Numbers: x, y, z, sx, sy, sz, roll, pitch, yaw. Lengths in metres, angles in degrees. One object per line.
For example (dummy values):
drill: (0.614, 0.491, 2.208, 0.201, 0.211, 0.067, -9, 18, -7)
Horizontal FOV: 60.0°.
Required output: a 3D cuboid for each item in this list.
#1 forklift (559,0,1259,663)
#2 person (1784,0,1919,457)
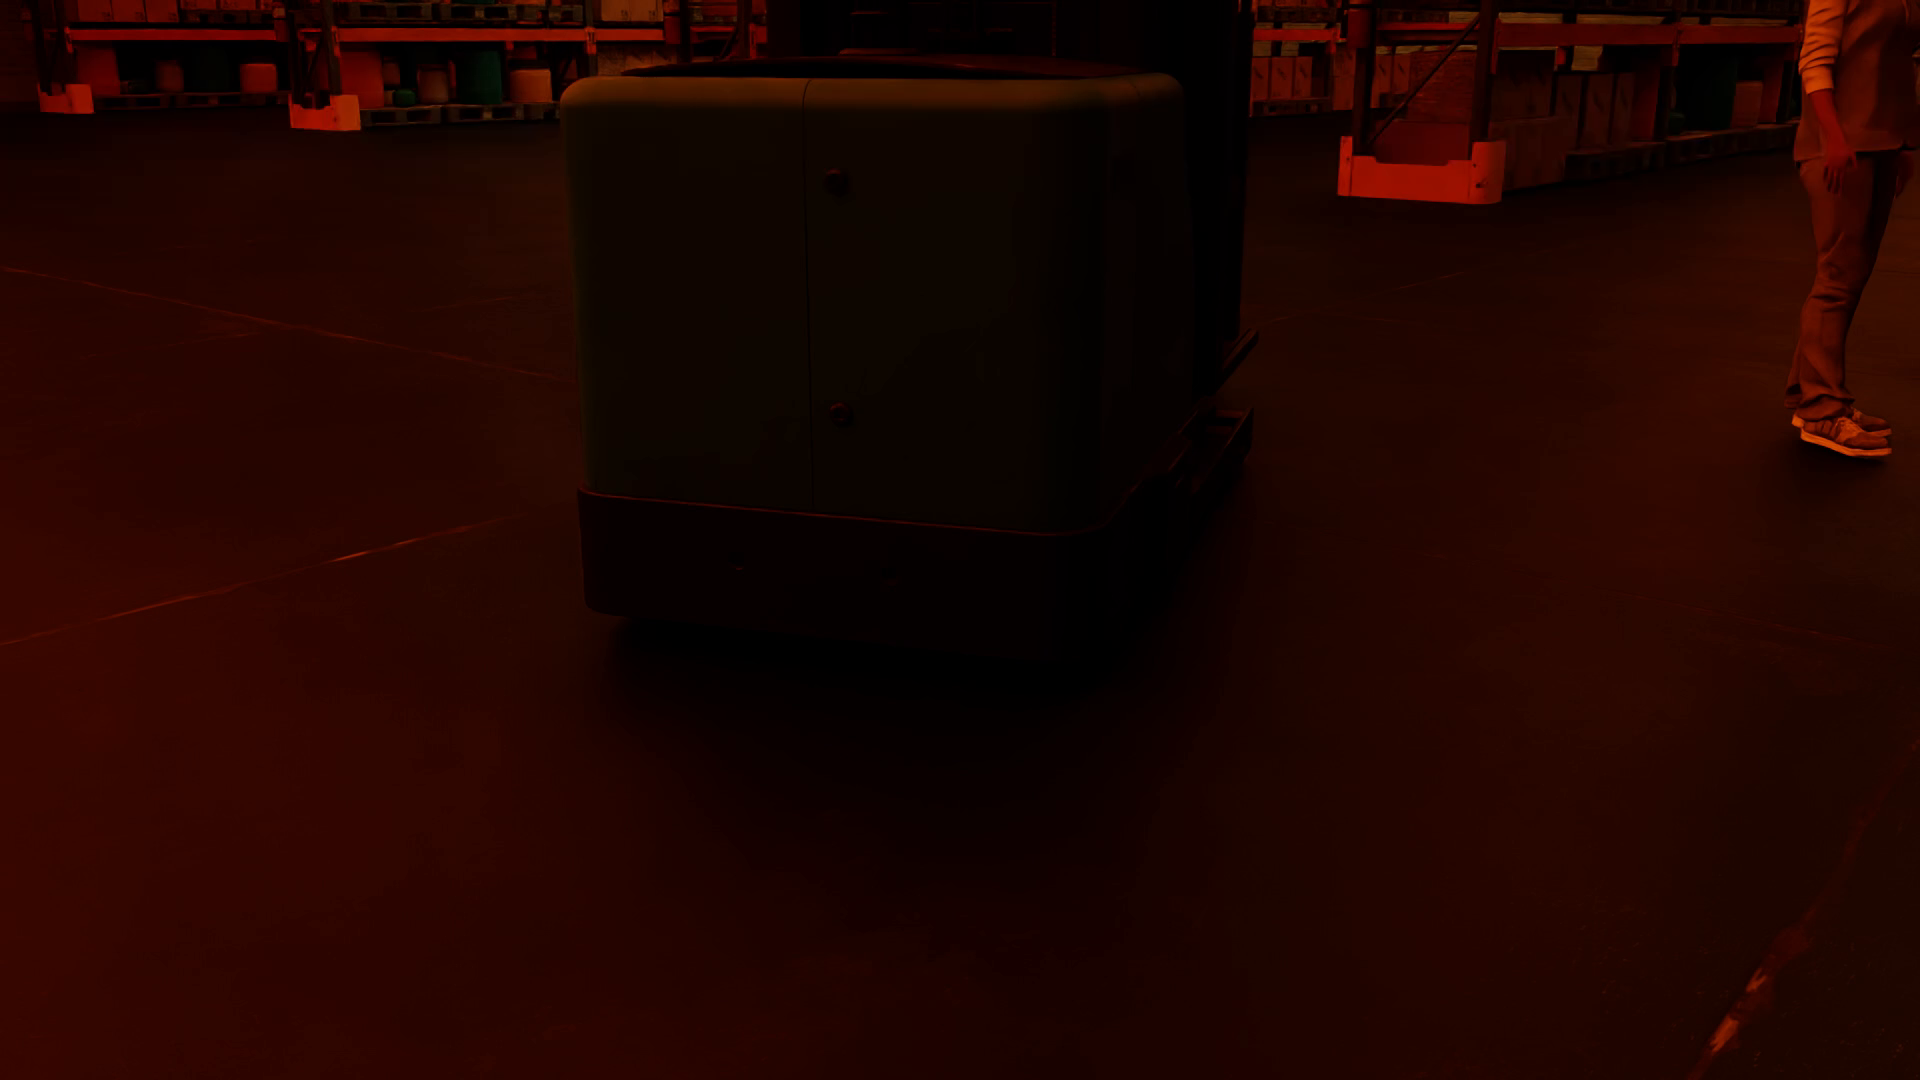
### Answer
forklift: (0.182, -1.571, 4.072, 1.130, 2.935, 3.031, 5, 18, 17)
person: (2.598, -1.072, 4.695, 0.518, 1.599, 0.474, -14, 22, -38)
